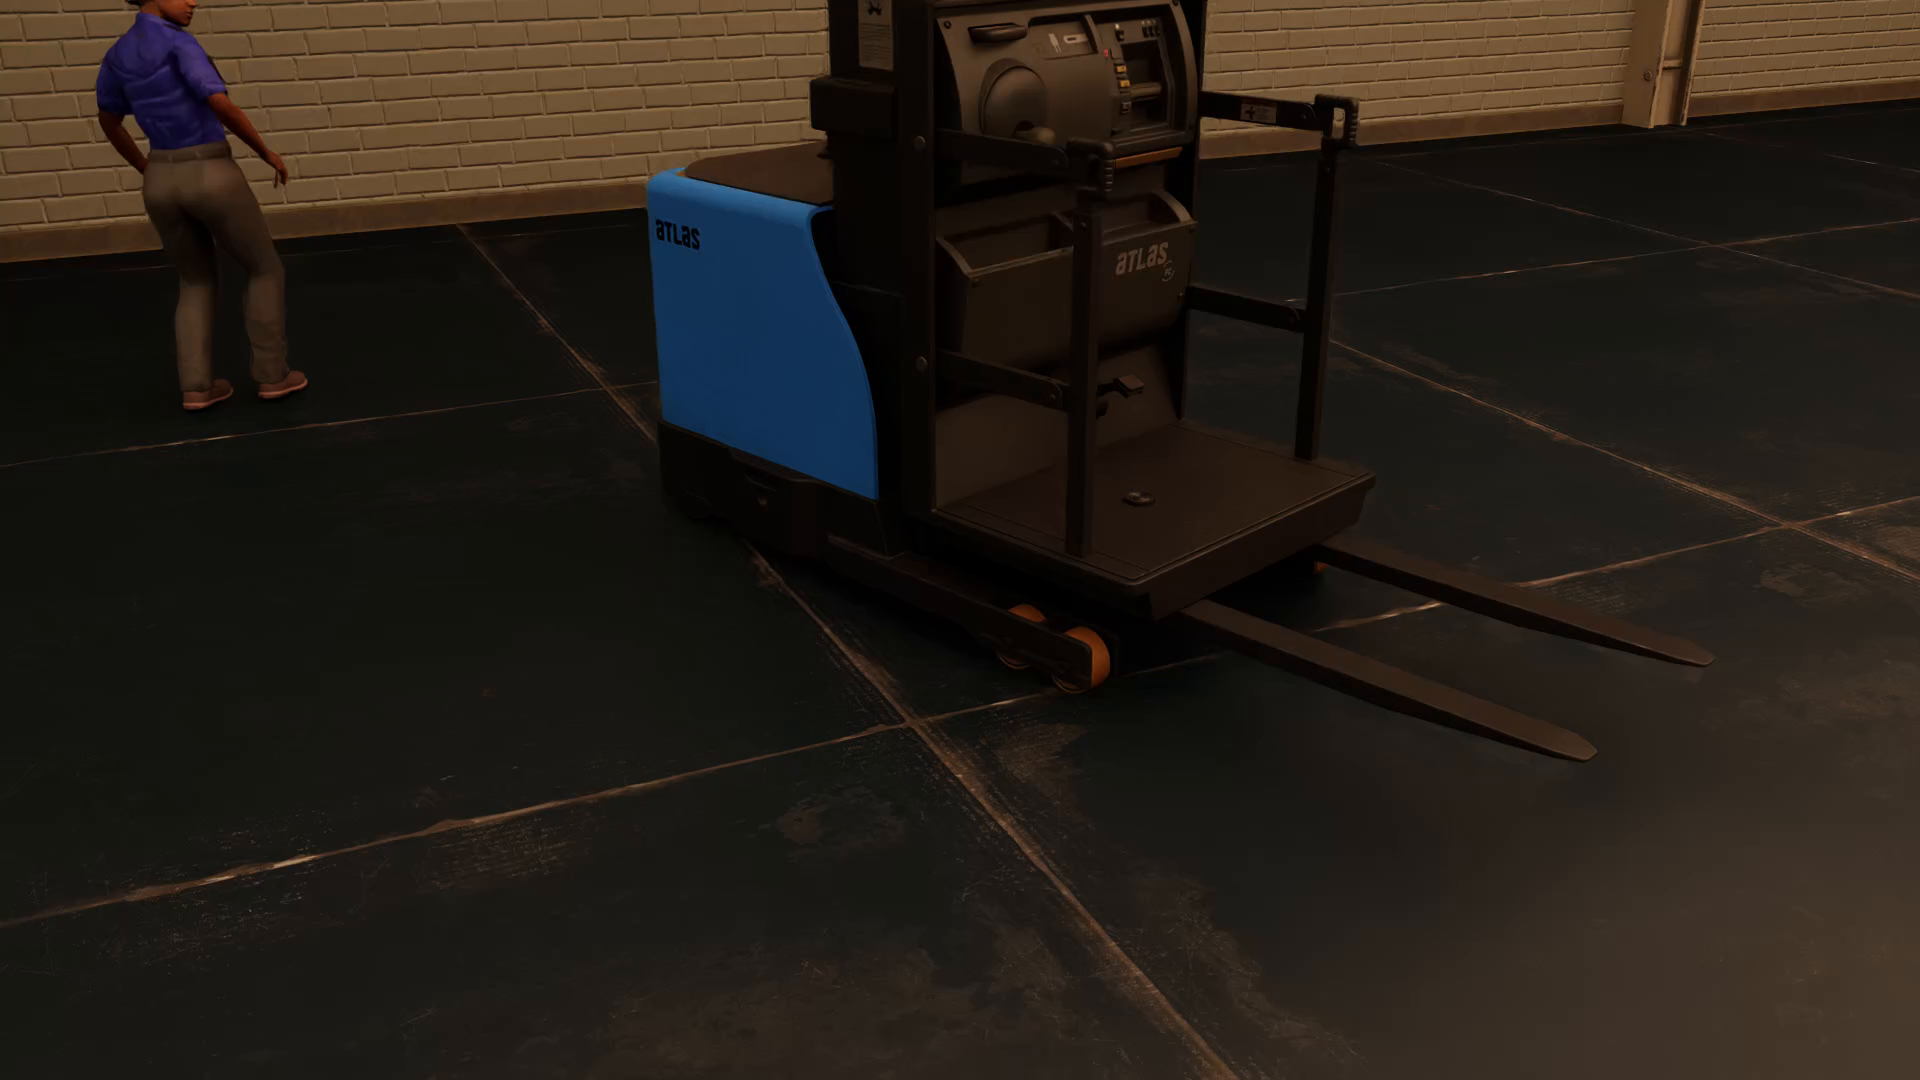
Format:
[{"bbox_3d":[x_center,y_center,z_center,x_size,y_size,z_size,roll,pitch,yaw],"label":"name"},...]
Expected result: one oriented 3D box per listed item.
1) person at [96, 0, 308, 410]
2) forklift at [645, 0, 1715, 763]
[{"bbox_3d":[-2.804,-1.299,6.137,0.651,1.625,0.462,6,23,13],"label":"person"},{"bbox_3d":[0.448,-1.191,4.154,3.031,2.935,1.130,21,30,40],"label":"forklift"}]
